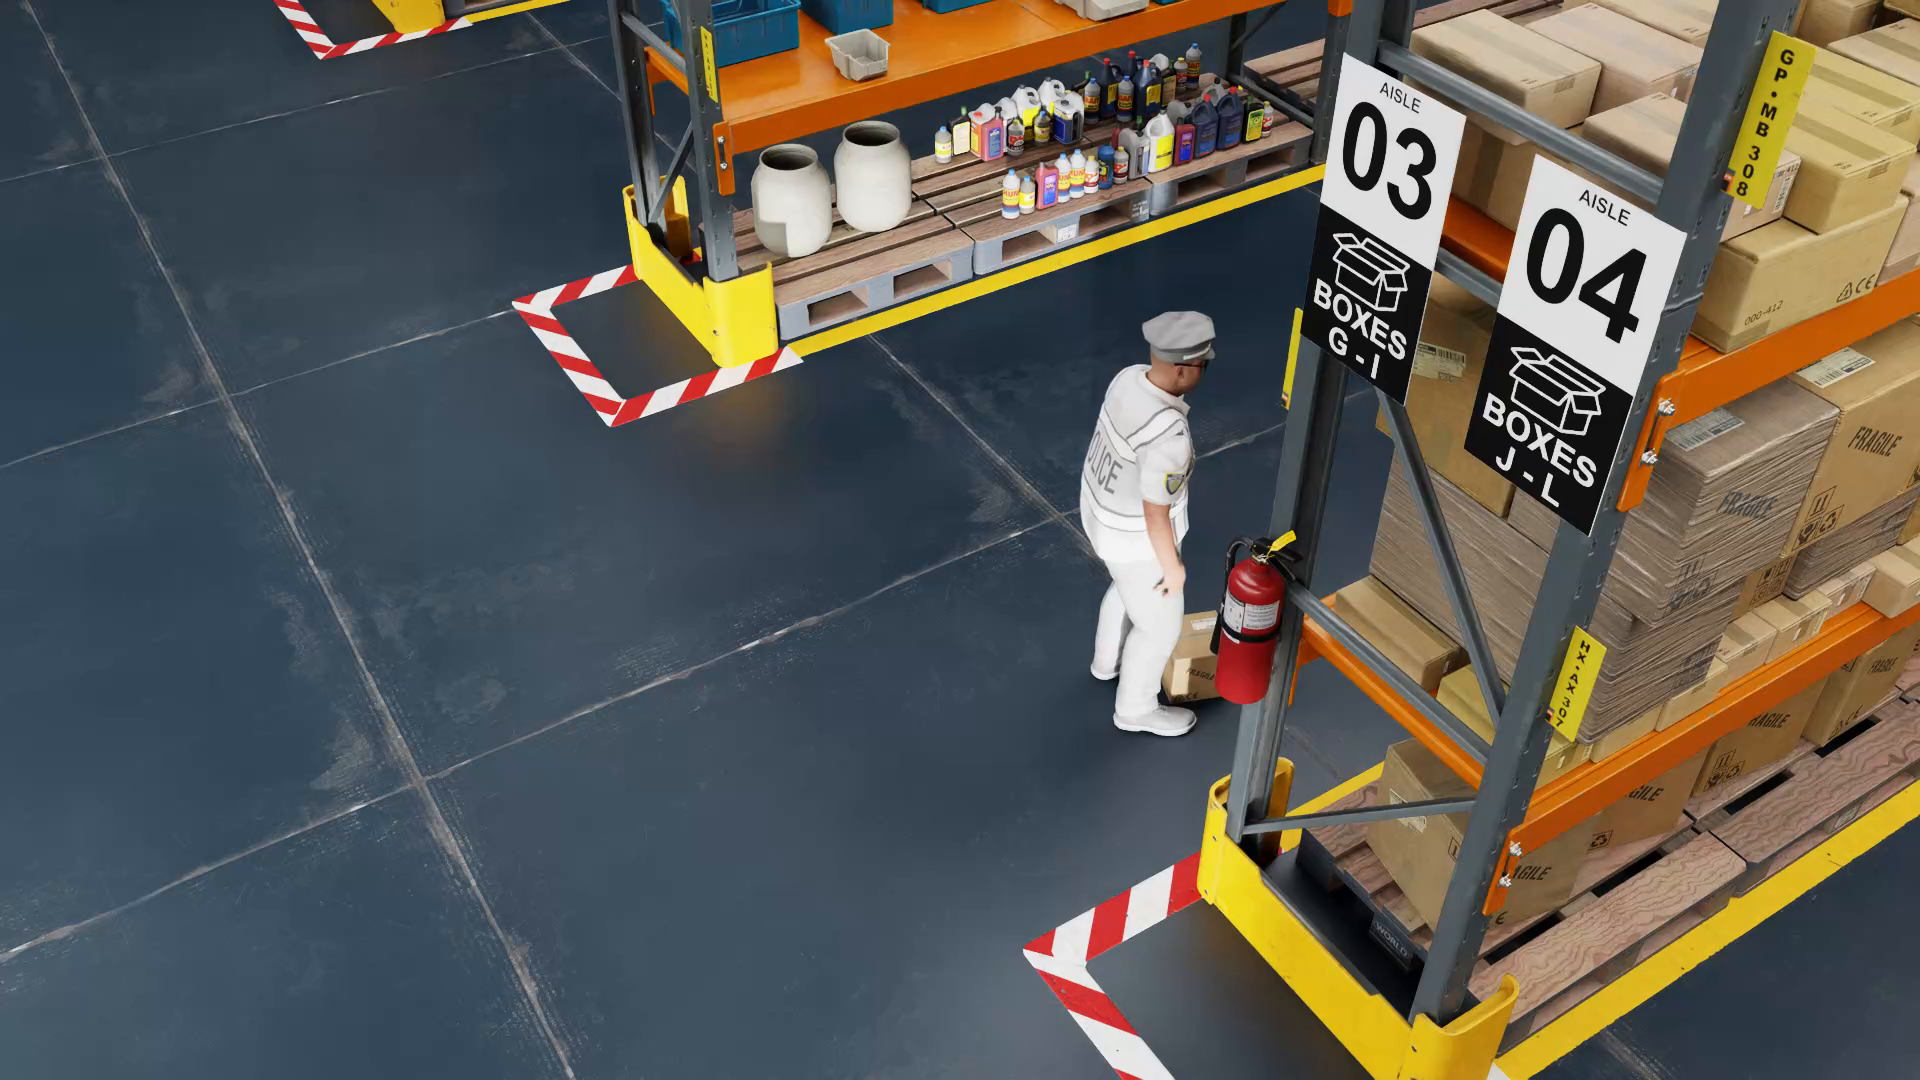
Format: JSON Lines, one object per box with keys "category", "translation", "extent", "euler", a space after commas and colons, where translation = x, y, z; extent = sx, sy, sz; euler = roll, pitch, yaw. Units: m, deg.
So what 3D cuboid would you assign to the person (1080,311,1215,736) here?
{"category": "person", "translation": [0.678, -0.051, 6.211], "extent": [0.437, 1.747, 0.583], "euler": [-8, 41, -9]}
